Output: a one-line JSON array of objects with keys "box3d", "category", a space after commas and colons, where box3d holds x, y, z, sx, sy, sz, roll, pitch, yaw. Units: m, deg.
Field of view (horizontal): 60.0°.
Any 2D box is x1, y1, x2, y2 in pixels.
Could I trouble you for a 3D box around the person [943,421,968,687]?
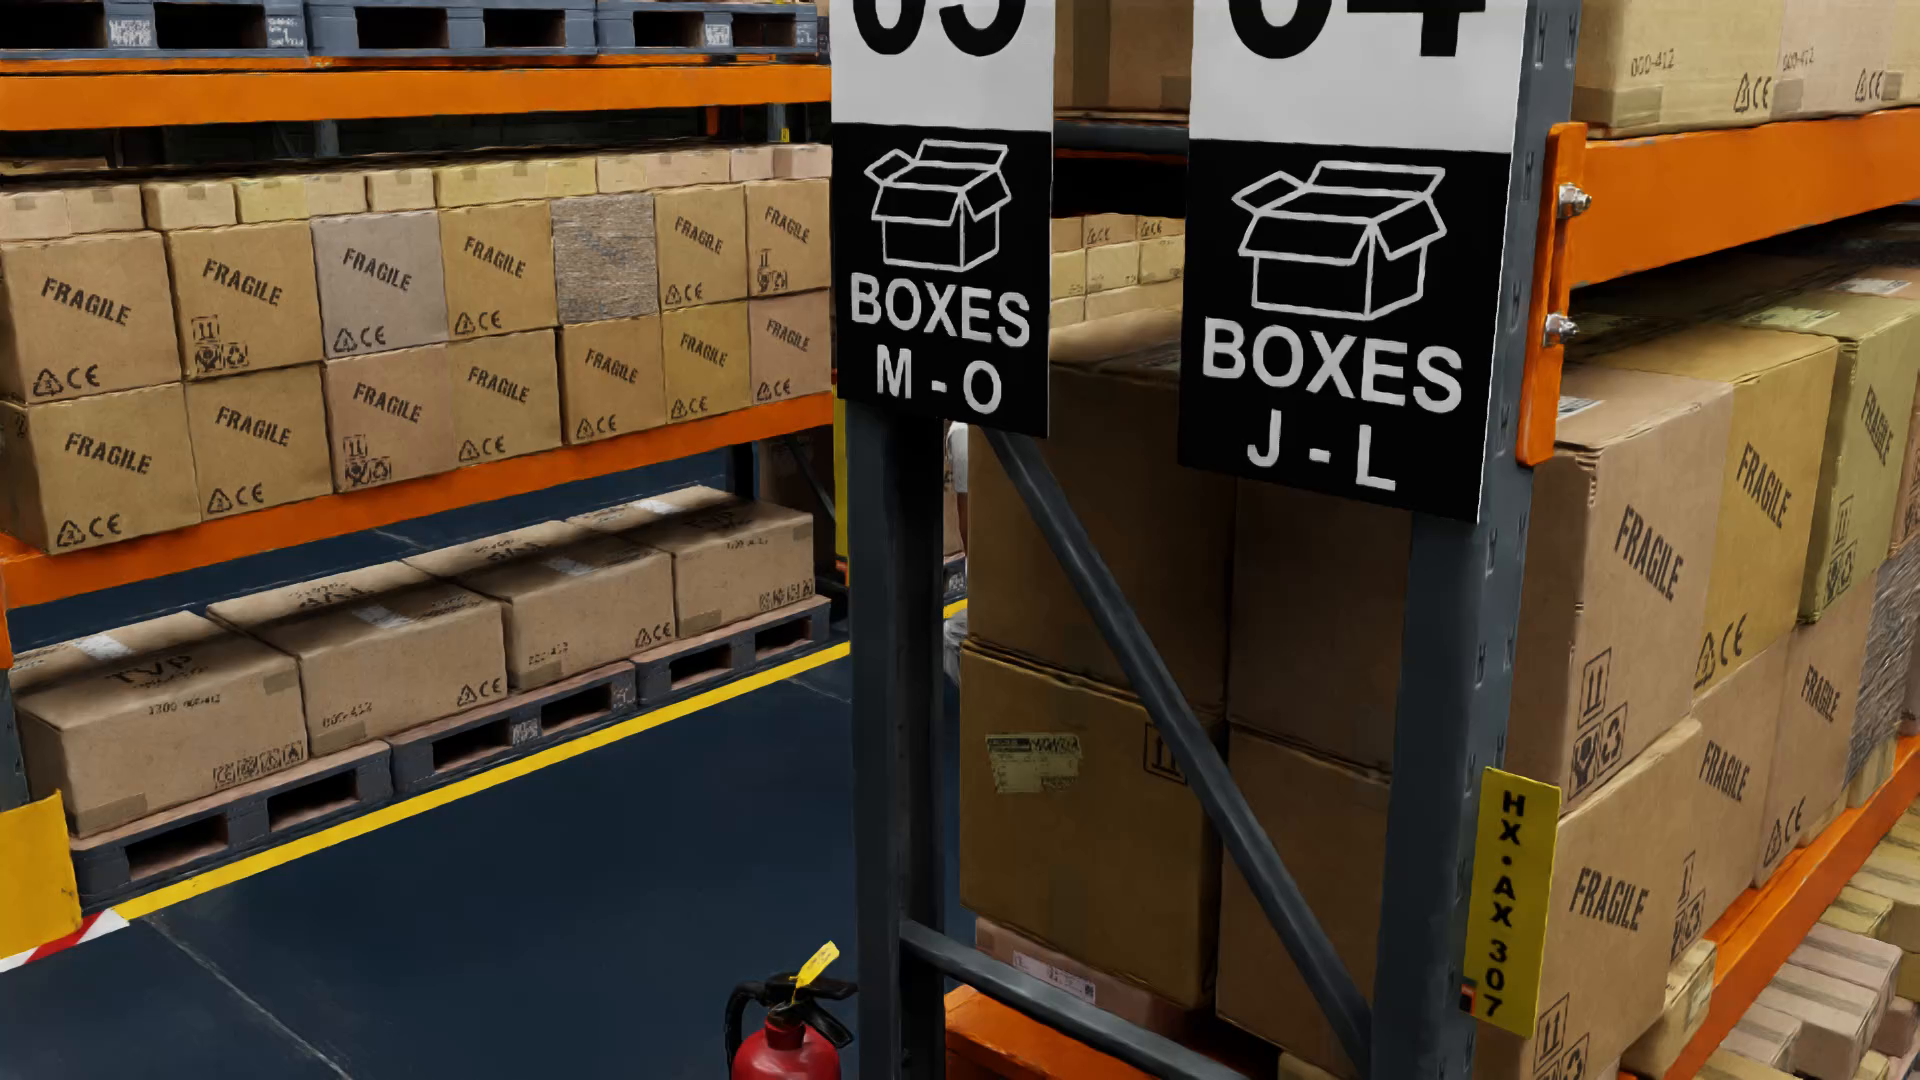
[{"box3d": [0.186, -0.015, 7.144, 0.775, 1.731, 0.618, 4, 17, 13], "category": "person"}]
